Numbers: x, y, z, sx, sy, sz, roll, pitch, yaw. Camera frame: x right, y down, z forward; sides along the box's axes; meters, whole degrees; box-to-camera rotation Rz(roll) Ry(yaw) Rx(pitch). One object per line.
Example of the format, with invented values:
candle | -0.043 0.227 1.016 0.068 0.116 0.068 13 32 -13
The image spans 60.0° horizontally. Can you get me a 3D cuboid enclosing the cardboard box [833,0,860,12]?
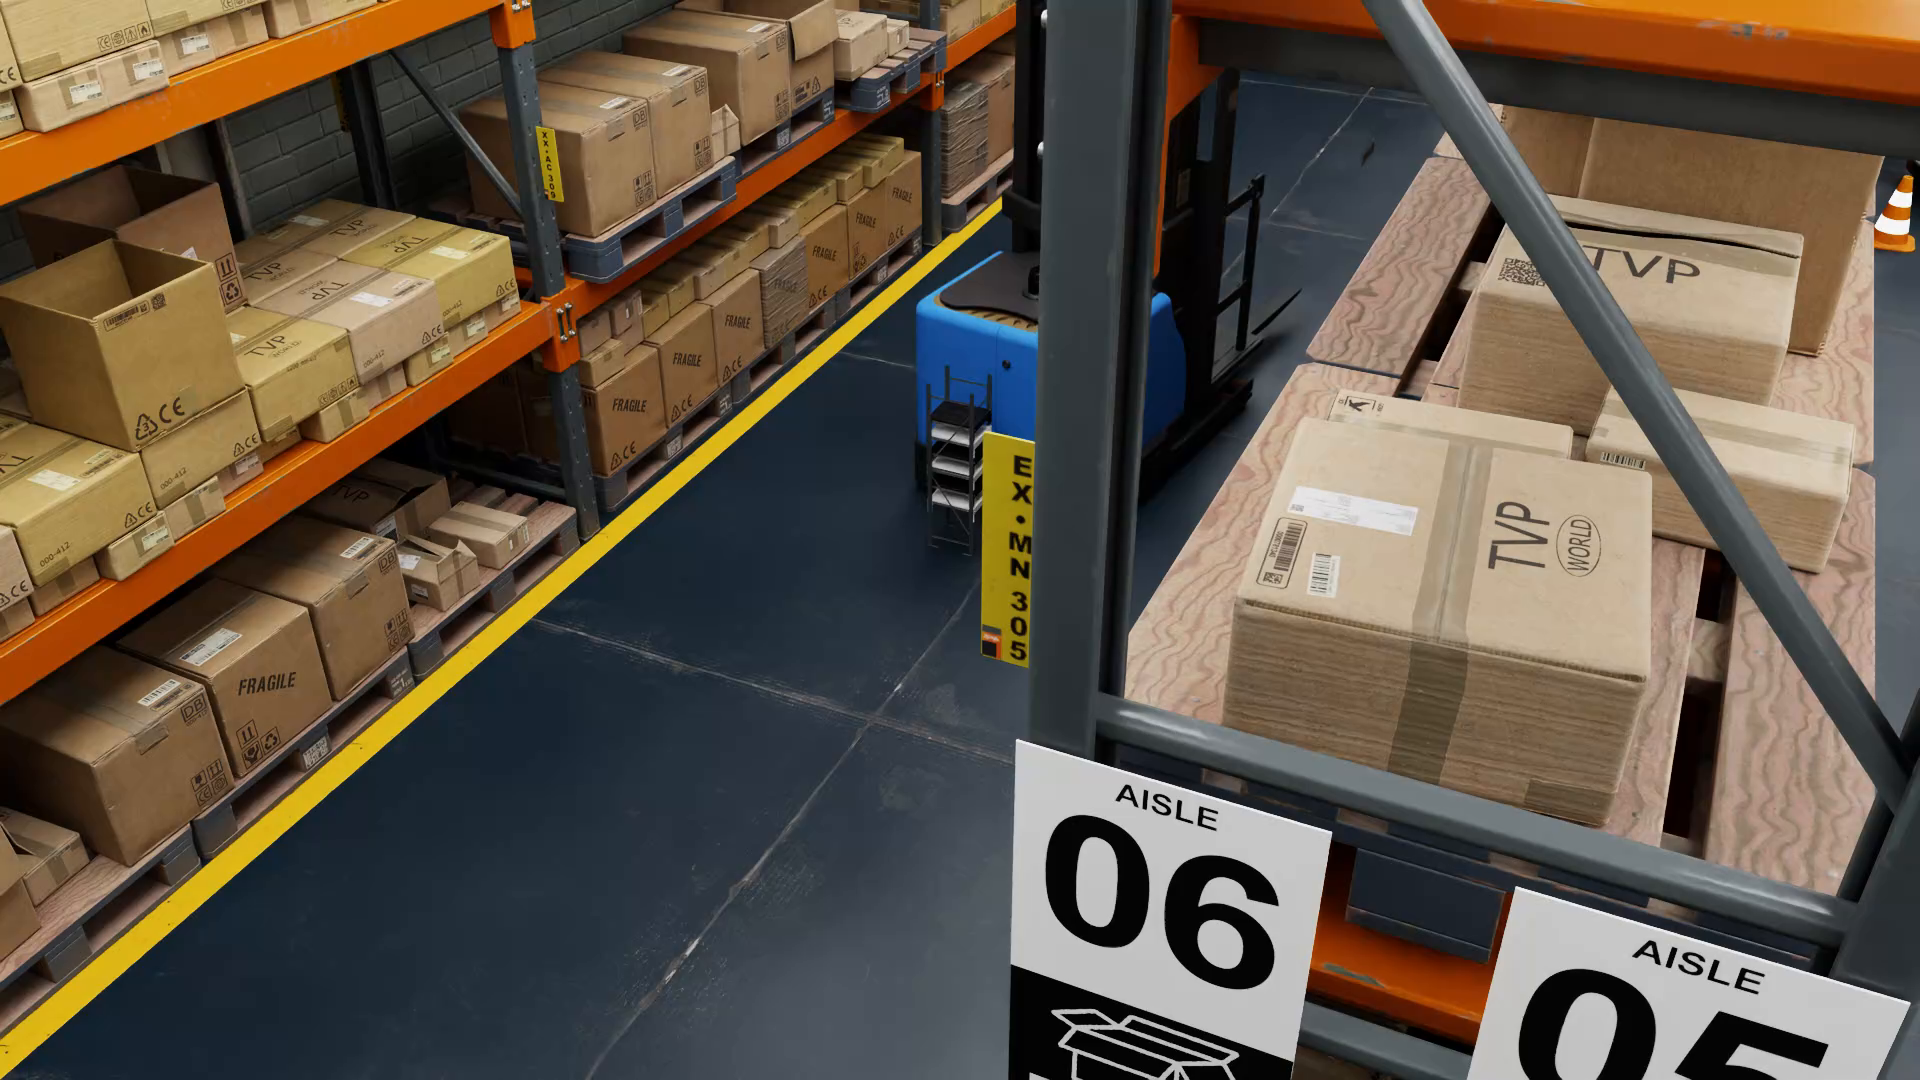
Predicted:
cardboard box | -0.960 -3.375 10.187 0.500 0.500 0.500 16 36 23

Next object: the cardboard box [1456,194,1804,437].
cardboard box | 1.232 -0.425 3.034 0.500 0.311 0.500 15 36 21

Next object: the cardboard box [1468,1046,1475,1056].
cardboard box | 0.960 0.899 2.549 0.380 0.149 0.250 15 36 21

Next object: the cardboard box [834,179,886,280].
cardboard box | -0.803 -2.001 10.463 0.500 0.500 0.500 14 36 20

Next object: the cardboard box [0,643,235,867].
cardboard box | -3.215 0.777 6.227 0.700 0.500 0.500 16 36 22

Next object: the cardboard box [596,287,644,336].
cardboard box | -1.819 -1.169 8.332 0.380 0.149 0.250 12 35 18

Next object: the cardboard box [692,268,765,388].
cardboard box | -1.443 -1.220 9.272 0.500 0.500 0.500 13 35 19

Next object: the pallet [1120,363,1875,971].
pallet | 0.861 0.154 2.624 1.003 0.211 1.213 14 36 20

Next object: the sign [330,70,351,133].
sign | -2.782 -1.995 7.501 0.100 0.325 0.005 14 36 20

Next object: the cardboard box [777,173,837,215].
cardboard box | -0.967 -2.090 10.007 0.380 0.149 0.250 15 36 22

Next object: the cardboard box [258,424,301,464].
cardboard box | -2.781 -0.433 6.404 0.380 0.149 0.250 15 36 21

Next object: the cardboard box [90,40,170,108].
cardboard box | -2.776 -1.514 5.318 0.380 0.149 0.250 15 36 21

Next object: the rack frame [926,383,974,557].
rack frame | -0.046 -0.322 7.920 0.240 0.900 0.006 14 36 20

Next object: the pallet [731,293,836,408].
pallet | -1.461 -1.243 9.953 1.003 0.211 1.213 14 36 20

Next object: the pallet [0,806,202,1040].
pallet | -3.585 1.338 6.018 1.003 0.211 1.213 14 36 20

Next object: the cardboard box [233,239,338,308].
cardboard box | -2.932 -1.011 6.922 0.500 0.250 0.500 14 36 20

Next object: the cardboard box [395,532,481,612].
cardboard box | -2.392 0.105 7.465 0.396 0.266 0.258 15 36 22

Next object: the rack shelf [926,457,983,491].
rack shelf | -0.003 -0.344 8.015 0.258 0.077 0.200 14 36 20

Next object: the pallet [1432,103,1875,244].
pallet | 1.882 -1.061 4.478 1.003 0.211 1.213 14 36 20

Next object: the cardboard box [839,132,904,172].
cardboard box | -0.579 -2.475 10.594 0.380 0.149 0.250 12 35 18

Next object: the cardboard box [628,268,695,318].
cardboard box | -1.639 -1.330 8.848 0.380 0.149 0.250 14 36 20

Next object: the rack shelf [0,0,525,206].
rack shelf | -3.113 -1.343 5.483 1.077 0.370 4.000 14 36 20

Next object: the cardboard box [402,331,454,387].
cardboard box | -2.356 -0.794 6.955 0.380 0.149 0.250 15 36 22

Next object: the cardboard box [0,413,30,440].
cardboard box | -3.570 -0.247 5.757 0.500 0.250 0.500 15 36 22

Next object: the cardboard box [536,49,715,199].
cardboard box | -1.654 -2.050 8.167 0.700 0.500 0.500 15 36 21

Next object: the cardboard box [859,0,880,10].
cardboard box | -0.647 -3.597 11.138 0.500 0.250 0.500 13 36 19

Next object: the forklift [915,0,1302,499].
forklift | 0.995 -2.009 8.640 1.130 2.935 3.031 20 38 27

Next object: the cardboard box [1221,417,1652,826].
cardboard box | 0.667 0.090 2.305 0.500 0.250 0.500 11 35 16

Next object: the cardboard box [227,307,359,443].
cardboard box | -2.685 -0.639 6.355 0.500 0.250 0.500 14 36 20

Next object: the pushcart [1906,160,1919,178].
pushcart | 7.673 -2.638 11.929 1.648 0.377 0.936 3 33 4

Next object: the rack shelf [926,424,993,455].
rack shelf | -0.003 -0.495 7.917 0.258 0.077 0.200 14 36 20

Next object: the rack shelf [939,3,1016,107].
rack shelf | 0.234 -4.073 12.382 1.077 0.370 4.000 14 36 20

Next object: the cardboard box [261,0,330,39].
cardboard box | -2.491 -1.914 5.927 0.380 0.149 0.250 14 36 20

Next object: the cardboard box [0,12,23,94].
cardboard box | -3.096 -1.378 4.745 0.500 0.250 0.500 13 35 19

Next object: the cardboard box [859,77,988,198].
cardboard box | -0.329 -2.868 11.671 0.875 0.625 0.625 15 36 22

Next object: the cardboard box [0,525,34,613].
cardboard box | -3.304 0.130 5.182 0.500 0.250 0.500 15 36 21

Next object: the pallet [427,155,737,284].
pallet | -1.843 -1.678 8.249 1.003 0.211 1.213 14 36 20

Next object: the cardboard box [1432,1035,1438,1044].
cardboard box | 1.208 1.270 3.486 0.500 0.500 0.500 14 36 20

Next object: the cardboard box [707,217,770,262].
cardboard box | -1.309 -1.710 9.428 0.380 0.149 0.250 14 36 21

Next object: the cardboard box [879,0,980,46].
cardboard box | -0.195 -3.480 10.958 0.500 0.250 0.500 14 36 21

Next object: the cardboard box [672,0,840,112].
cardboard box | -1.118 -2.741 9.218 0.797 0.503 0.637 13 36 19

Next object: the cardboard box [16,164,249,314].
cardboard box | -3.141 -1.080 6.343 0.500 0.500 0.500 13 35 19

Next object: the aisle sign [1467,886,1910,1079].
aisle sign | 0.793 0.759 1.986 0.394 0.787 0.004 14 36 20

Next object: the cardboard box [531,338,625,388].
cardboard box | -1.884 -0.905 8.199 0.380 0.149 0.250 16 36 23

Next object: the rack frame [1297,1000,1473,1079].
rack frame | 0.560 1.744 2.855 1.000 3.000 0.127 14 36 20

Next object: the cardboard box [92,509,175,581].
cardboard box | -2.979 -0.019 5.773 0.380 0.149 0.250 13 35 19

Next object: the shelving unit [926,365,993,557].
shelving unit | -0.003 -0.372 7.997 0.258 0.900 0.210 14 36 20
